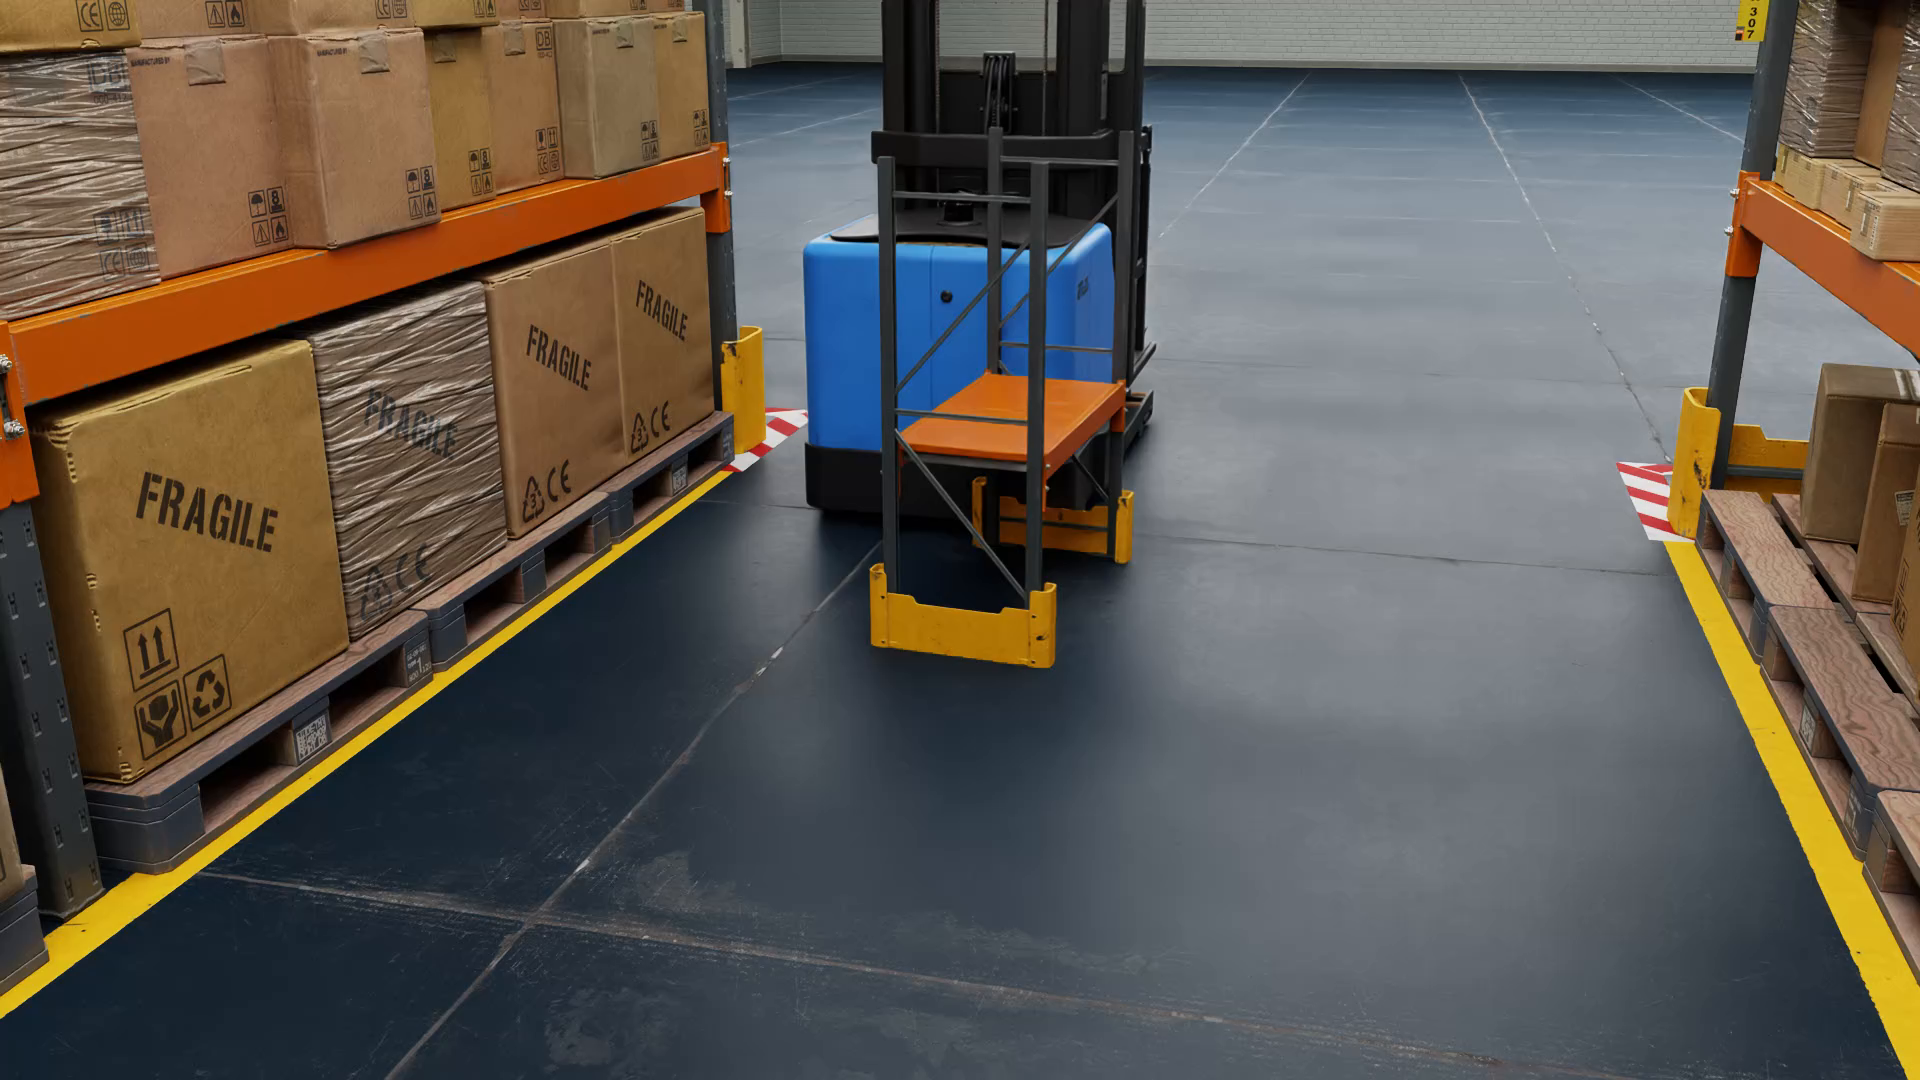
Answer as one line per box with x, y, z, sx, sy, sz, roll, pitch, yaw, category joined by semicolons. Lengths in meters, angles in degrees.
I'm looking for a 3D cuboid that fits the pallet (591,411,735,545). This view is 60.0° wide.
-1.598;-0.305;6.753;1.003;0.211;1.213;5;19;13;pallet

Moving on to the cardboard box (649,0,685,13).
-1.607;-2.350;6.523;0.875;0.550;0.550;5;19;13;cardboard box

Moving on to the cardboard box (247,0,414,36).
-2.046;-1.662;4.510;0.875;0.550;0.550;5;19;13;cardboard box

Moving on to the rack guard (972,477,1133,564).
0.330;-0.072;6.013;0.587;0.250;0.087;6;20;18;rack guard

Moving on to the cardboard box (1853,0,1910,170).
3.139;-1.309;4.765;0.875;0.500;0.500;5;19;13;cardboard box

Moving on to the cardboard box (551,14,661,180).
-1.639;-1.658;6.169;0.875;0.550;0.550;5;19;13;cardboard box

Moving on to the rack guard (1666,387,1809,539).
3.288;-0.251;6.149;1.175;0.500;0.348;5;19;13;rack guard

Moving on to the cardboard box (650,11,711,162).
-1.526;-1.832;6.679;0.875;0.550;0.550;5;19;13;cardboard box

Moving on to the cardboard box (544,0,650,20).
-1.652;-2.170;5.997;0.875;0.550;0.550;5;19;13;cardboard box

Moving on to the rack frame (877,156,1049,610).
0.005;-0.359;4.919;0.500;1.500;0.032;6;20;18;rack frame

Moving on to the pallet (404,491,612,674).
-1.898;0.077;5.637;1.003;0.211;1.213;5;19;13;pallet

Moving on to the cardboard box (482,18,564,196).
-1.897;-1.492;5.684;0.875;0.550;0.550;5;19;13;cardboard box

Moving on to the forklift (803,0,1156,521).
0.277;-1.875;7.143;1.130;2.935;3.031;5;19;14;forklift

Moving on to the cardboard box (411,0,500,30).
-1.924;-1.829;4.999;0.875;0.550;0.500;5;19;13;cardboard box

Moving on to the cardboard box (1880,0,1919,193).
2.975;-1.156;4.316;0.875;0.500;0.500;5;19;13;cardboard box

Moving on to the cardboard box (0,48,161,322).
-2.378;-0.815;3.700;0.875;0.550;0.550;5;19;13;cardboard box

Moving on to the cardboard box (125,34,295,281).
-2.265;-0.989;4.210;0.875;0.550;0.550;5;19;13;cardboard box

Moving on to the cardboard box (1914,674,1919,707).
2.673;0.277;3.953;0.500;0.500;0.500;3;19;9;cardboard box

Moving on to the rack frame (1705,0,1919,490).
3.306;-1.458;5.814;1.000;3.000;0.127;5;19;13;rack frame

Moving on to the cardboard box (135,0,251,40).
-2.311;-1.504;4.047;0.875;0.550;0.550;5;19;13;cardboard box

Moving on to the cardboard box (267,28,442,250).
-2.019;-1.149;4.679;0.875;0.550;0.550;5;19;13;cardboard box

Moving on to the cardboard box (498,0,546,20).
-1.921;-2.005;5.515;0.875;0.550;0.550;5;19;13;cardboard box

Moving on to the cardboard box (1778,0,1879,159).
3.145;-1.475;5.252;0.875;0.500;0.500;5;19;13;cardboard box

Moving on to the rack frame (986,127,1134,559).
0.337;-0.670;5.828;0.500;1.500;0.032;6;20;18;rack frame

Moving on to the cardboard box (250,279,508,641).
-2.018;-0.295;5.048;0.875;0.875;0.875;5;19;14;cardboard box

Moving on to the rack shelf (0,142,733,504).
-1.968;-0.914;5.335;1.077;0.370;4.000;5;19;13;rack shelf

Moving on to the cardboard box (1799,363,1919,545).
3.137;-0.279;5.581;0.500;0.500;0.500;9;21;23;cardboard box

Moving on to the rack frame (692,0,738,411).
-1.479;-1.881;7.054;1.000;3.000;0.127;5;19;13;rack frame

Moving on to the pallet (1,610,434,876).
-2.194;0.460;4.514;1.003;0.211;1.213;5;19;13;pallet

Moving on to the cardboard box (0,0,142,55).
-2.333;-1.322;3.515;0.875;0.550;0.550;5;19;13;cardboard box

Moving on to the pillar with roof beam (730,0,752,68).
-0.657;-14.386;34.383;9.100;9.000;0.400;5;19;13;pillar with roof beam

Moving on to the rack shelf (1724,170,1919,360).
2.817;-0.490;4.095;1.077;0.370;4.000;5;19;13;rack shelf

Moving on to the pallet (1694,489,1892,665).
3.055;0.138;5.458;1.003;0.211;1.213;5;19;13;pallet

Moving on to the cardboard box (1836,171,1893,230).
2.741;-0.956;4.736;0.380;0.149;0.250;5;19;13;cardboard box

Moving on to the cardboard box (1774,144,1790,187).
3.005;-1.268;5.648;0.380;0.149;0.250;5;19;13;cardboard box

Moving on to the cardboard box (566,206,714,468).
-1.580;-0.856;6.692;0.875;0.875;0.875;5;19;14;cardboard box

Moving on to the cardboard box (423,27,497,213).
-1.987;-1.323;5.188;0.875;0.550;0.500;5;19;13;cardboard box

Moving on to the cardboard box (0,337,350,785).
-2.235;-0.012;4.220;0.875;0.875;0.875;5;19;14;cardboard box

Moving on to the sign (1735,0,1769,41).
2.780;-1.910;5.800;0.100;0.325;0.005;5;19;13;sign

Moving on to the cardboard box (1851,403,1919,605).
3.024;-0.089;5.025;0.500;0.500;0.500;10;21;28;cardboard box

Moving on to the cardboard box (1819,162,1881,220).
2.809;-1.034;4.963;0.380;0.149;0.250;5;19;13;cardboard box

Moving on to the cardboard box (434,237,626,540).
-1.793;-0.581;5.884;0.875;0.875;0.875;4;19;13;cardboard box

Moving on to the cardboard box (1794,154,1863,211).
2.850;-1.114;5.198;0.380;0.149;0.250;5;19;13;cardboard box

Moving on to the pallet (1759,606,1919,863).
2.755;0.519;4.342;1.003;0.211;1.213;5;19;13;pallet

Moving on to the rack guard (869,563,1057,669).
0.005;0.232;5.122;0.587;0.250;0.087;6;20;18;rack guard

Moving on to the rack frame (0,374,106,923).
-2.456;-0.627;3.383;1.000;3.000;0.127;5;19;13;rack frame

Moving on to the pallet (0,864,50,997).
-2.572;0.940;3.108;1.003;0.211;1.213;5;19;13;pallet

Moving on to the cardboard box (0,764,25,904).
-2.521;0.440;3.089;1.050;0.750;0.750;5;19;13;cardboard box

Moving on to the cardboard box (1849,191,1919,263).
2.545;-0.806;4.294;0.380;0.149;0.250;5;19;13;cardboard box

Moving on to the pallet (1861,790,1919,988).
2.459;0.902;3.219;1.003;0.211;1.213;5;19;13;pallet

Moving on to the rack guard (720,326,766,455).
-1.473;-0.706;7.480;1.175;0.500;0.348;5;19;13;rack guard

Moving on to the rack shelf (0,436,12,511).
-2.945;0.340;1.664;1.077;0.370;4.000;5;19;13;rack shelf

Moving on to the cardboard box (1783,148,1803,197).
2.926;-1.191;5.423;0.380;0.149;0.250;5;19;13;cardboard box

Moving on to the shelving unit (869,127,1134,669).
0.168;-0.512;5.366;0.587;1.500;1.083;6;20;18;shelving unit

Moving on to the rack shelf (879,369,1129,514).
0.171;-0.344;5.432;0.538;0.185;1.000;6;20;18;rack shelf

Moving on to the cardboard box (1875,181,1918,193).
2.706;-0.876;4.500;0.380;0.149;0.250;5;19;13;cardboard box

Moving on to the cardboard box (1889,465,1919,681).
2.853;0.106;4.455;0.500;0.500;0.500;7;20;18;cardboard box
